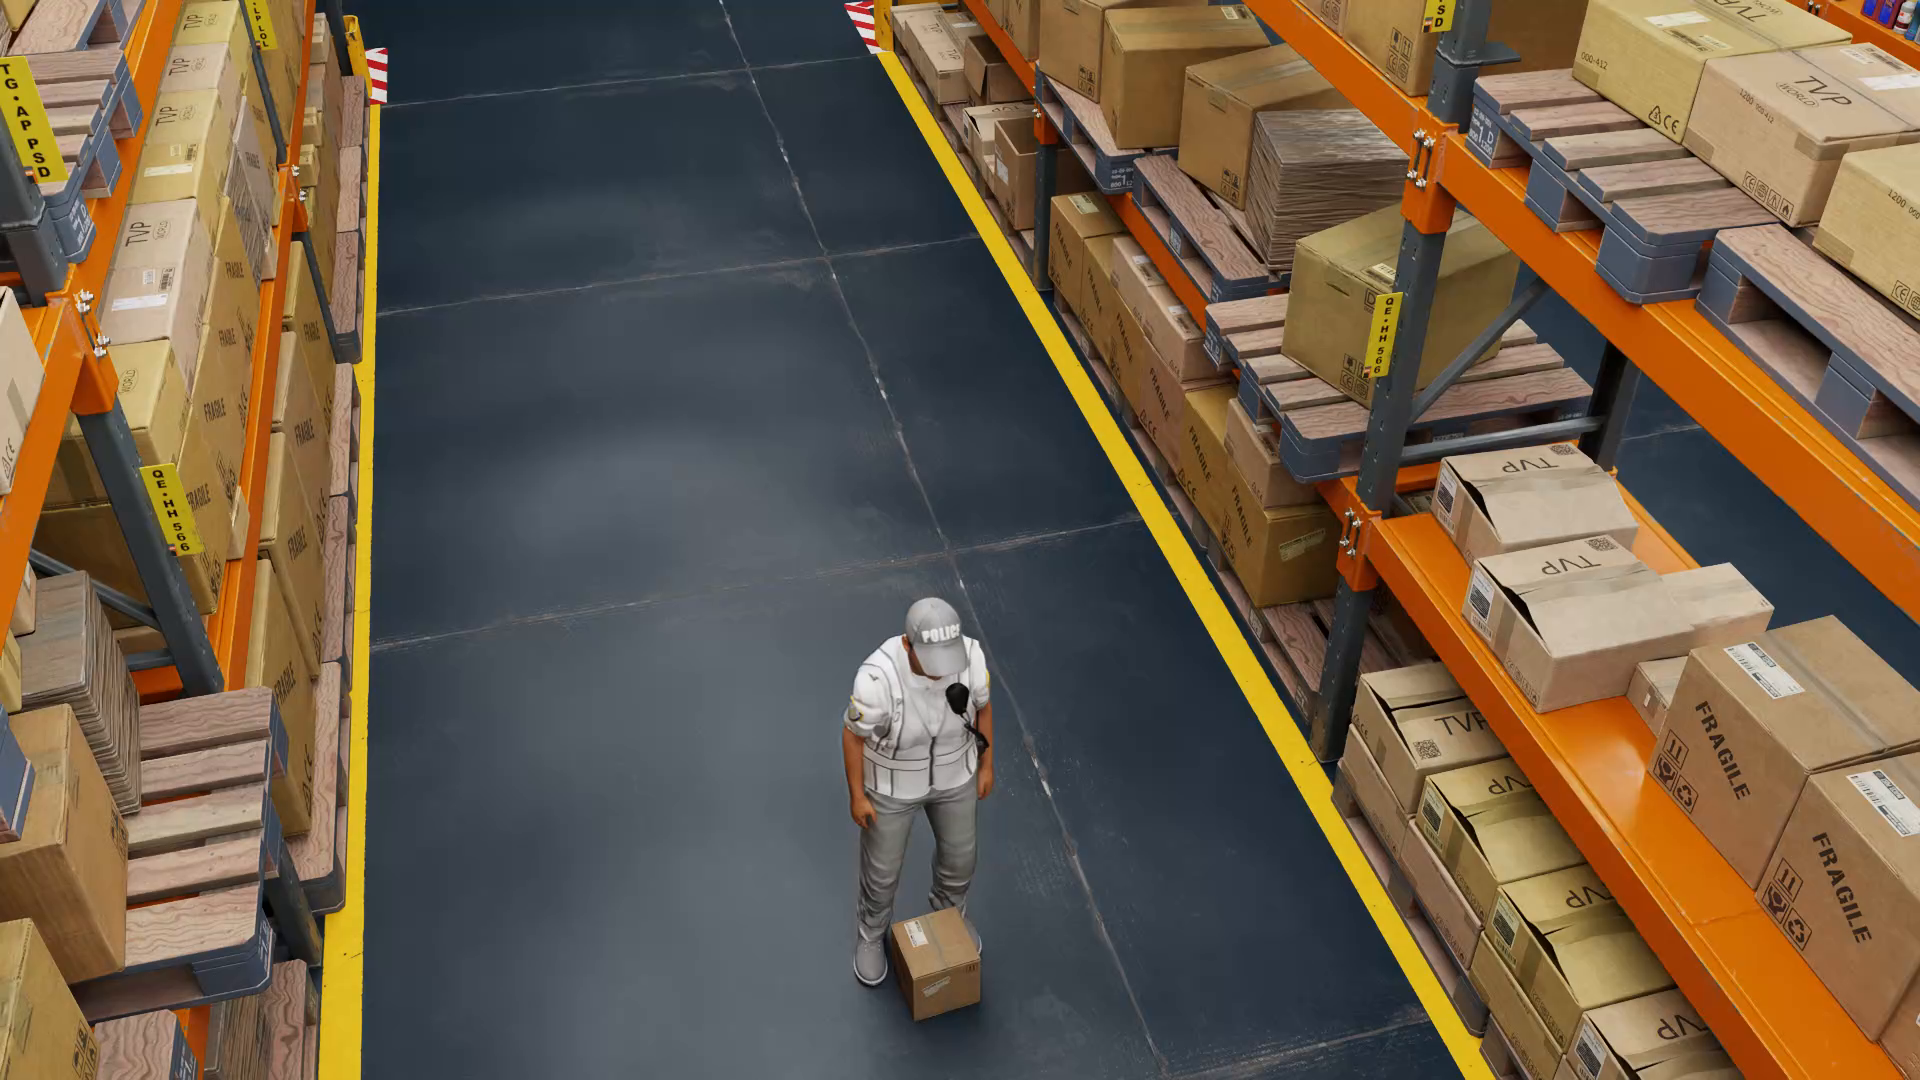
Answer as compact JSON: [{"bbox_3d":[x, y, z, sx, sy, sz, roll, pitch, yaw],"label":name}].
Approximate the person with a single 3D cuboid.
[{"bbox_3d":[-0.140,0.828,5.664,0.561,1.665,0.471,-12,40,-15],"label":"person"}]
